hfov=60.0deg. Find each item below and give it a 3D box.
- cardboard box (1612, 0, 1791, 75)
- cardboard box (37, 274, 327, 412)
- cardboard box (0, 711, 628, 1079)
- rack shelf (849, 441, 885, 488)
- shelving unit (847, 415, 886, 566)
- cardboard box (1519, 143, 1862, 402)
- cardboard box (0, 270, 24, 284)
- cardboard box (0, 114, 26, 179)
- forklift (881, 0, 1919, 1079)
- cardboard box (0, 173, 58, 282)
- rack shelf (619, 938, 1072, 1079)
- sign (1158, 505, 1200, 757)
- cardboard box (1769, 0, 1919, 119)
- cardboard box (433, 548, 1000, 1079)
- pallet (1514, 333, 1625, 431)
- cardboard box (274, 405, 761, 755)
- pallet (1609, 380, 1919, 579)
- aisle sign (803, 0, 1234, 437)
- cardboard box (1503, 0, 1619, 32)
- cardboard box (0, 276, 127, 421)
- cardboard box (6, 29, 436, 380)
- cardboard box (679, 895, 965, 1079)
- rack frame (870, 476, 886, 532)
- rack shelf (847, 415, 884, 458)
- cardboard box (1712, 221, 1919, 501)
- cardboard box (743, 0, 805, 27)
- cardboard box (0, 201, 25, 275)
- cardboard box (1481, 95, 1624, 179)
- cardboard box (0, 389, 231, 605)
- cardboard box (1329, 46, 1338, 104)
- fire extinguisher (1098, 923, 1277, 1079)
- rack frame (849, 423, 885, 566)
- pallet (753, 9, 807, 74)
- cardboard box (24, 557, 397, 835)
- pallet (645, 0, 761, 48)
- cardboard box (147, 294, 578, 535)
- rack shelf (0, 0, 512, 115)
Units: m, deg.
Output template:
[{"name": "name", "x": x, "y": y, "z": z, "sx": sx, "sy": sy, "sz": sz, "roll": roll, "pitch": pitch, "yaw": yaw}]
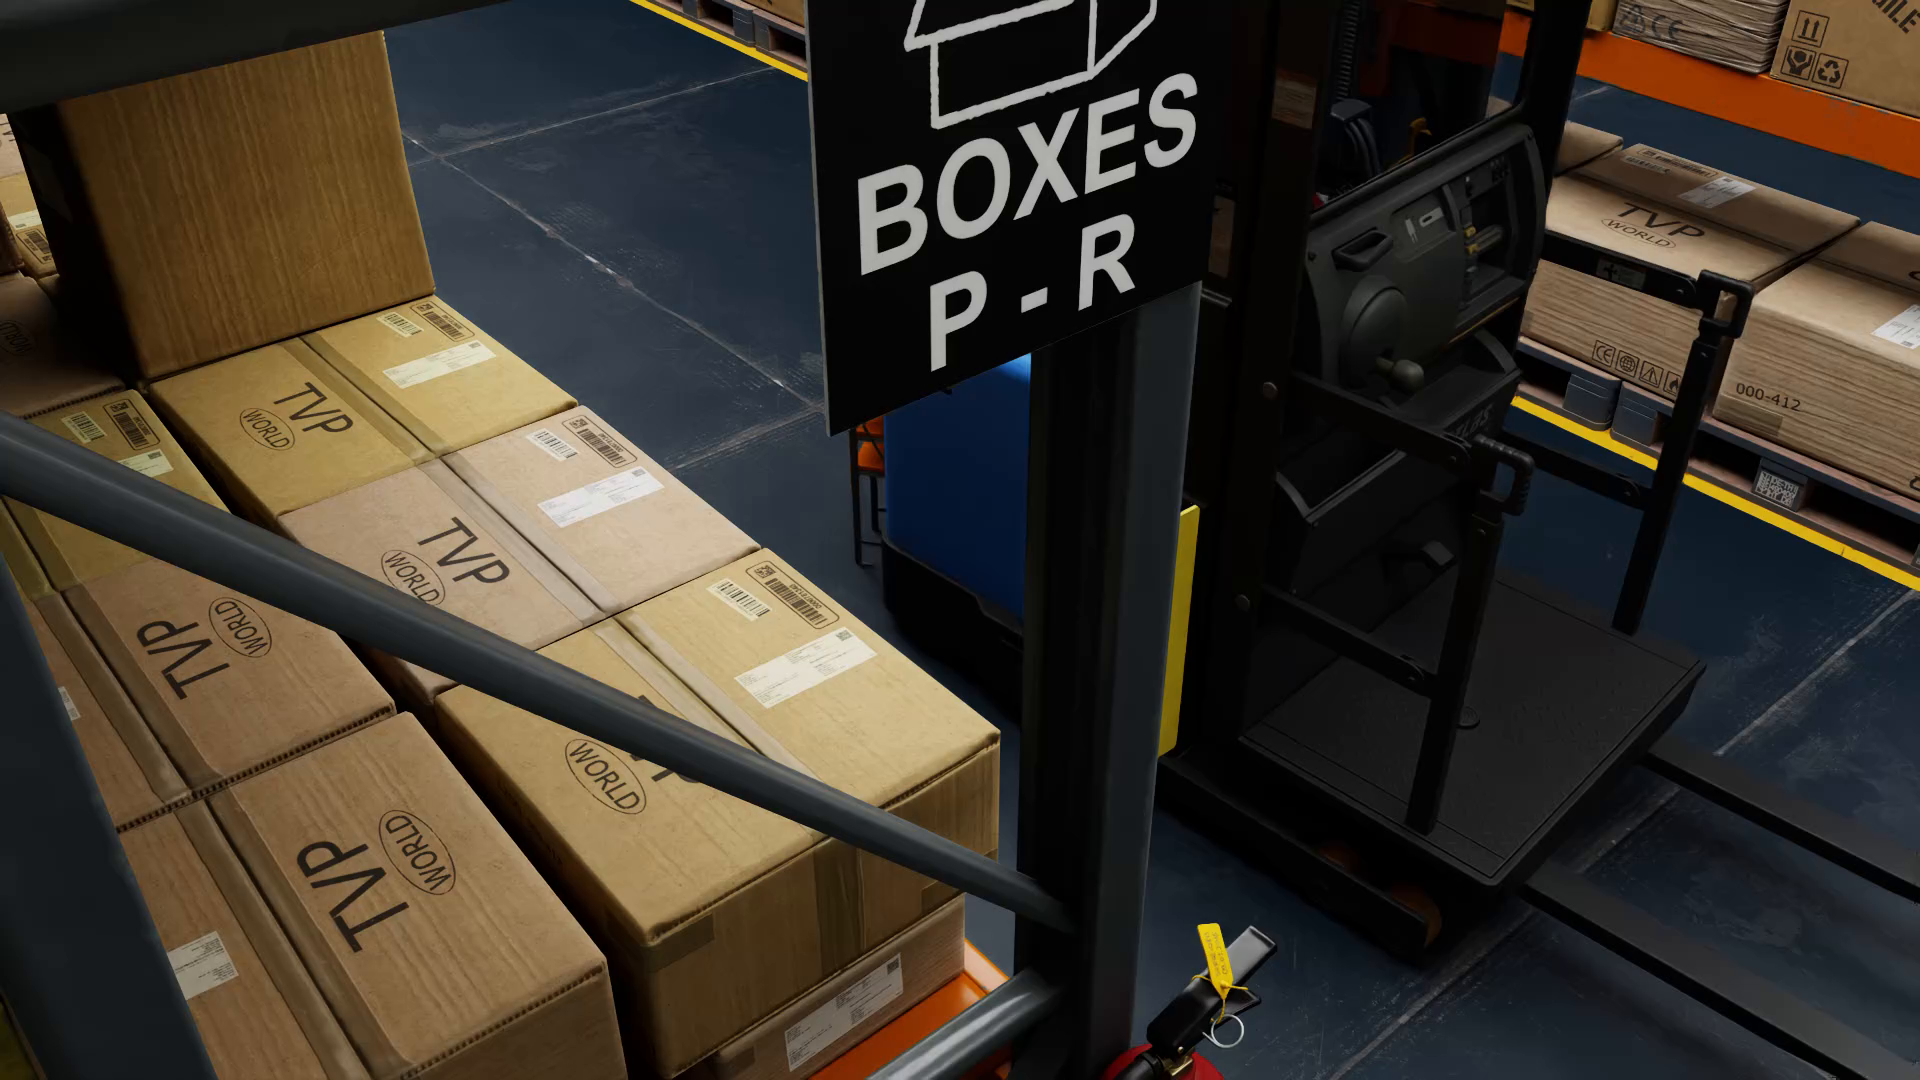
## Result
[{"name": "cardboard box", "x": 2.412, "y": -1.787, "z": 5.092, "sx": 0.500, "sy": 0.500, "sz": 0.500, "roll": -25, "pitch": 42, "yaw": -31}, {"name": "cardboard box", "x": -1.301, "y": -0.352, "z": 3.025, "sx": 0.500, "sy": 0.250, "sz": 0.500, "roll": -27, "pitch": 43, "yaw": -33}, {"name": "cardboard box", "x": -0.712, "y": 0.507, "z": 1.811, "sx": 0.500, "sy": 0.250, "sz": 0.500, "roll": -25, "pitch": 42, "yaw": -31}, {"name": "rack shelf", "x": -0.184, "y": -0.220, "z": 5.014, "sx": 0.258, "sy": 0.103, "sz": 0.180, "roll": 8, "pitch": 36, "yaw": 11}, {"name": "shelving unit", "x": -0.184, "y": -0.452, "z": 4.850, "sx": 0.258, "sy": 1.200, "sz": 0.189, "roll": 8, "pitch": 36, "yaw": 11}, {"name": "cardboard box", "x": 2.478, "y": -0.962, "z": 5.867, "sx": 0.875, "sy": 0.438, "sz": 0.875, "roll": -25, "pitch": 42, "yaw": -31}, {"name": "cardboard box", "x": -2.020, "y": -0.388, "z": 3.075, "sx": 0.500, "sy": 0.250, "sz": 0.500, "roll": -25, "pitch": 42, "yaw": -31}, {"name": "cardboard box", "x": -1.944, "y": -0.805, "z": 3.664, "sx": 0.500, "sy": 0.250, "sz": 0.500, "roll": -26, "pitch": 43, "yaw": -32}, {"name": "forklift", "x": 1.182, "y": -0.572, "z": 3.522, "sx": 3.031, "sy": 2.935, "sz": 1.130, "roll": 29, "pitch": 45, "yaw": 35}, {"name": "cardboard box", "x": -1.632, "y": -0.580, "z": 3.346, "sx": 0.500, "sy": 0.250, "sz": 0.500, "roll": -26, "pitch": 43, "yaw": -32}, {"name": "rack shelf", "x": -1.503, "y": 0.082, "z": 3.161, "sx": 1.077, "sy": 0.370, "sz": 4.000, "roll": -26, "pitch": 43, "yaw": -32}, {"name": "sign", "x": 0.202, "y": 0.116, "z": 1.742, "sx": 0.100, "sy": 0.325, "sz": 0.005, "roll": -26, "pitch": 43, "yaw": -32}, {"name": "cardboard box", "x": 2.751, "y": -1.564, "z": 4.776, "sx": 0.500, "sy": 0.500, "sz": 0.500, "roll": -27, "pitch": 43, "yaw": -33}, {"name": "cardboard box", "x": -0.299, "y": 0.310, "z": 2.089, "sx": 0.500, "sy": 0.250, "sz": 0.500, "roll": -26, "pitch": 43, "yaw": -32}, {"name": "pallet", "x": 2.218, "y": -0.906, "z": 6.346, "sx": 1.003, "sy": 0.211, "sz": 1.213, "roll": -26, "pitch": 43, "yaw": -32}, {"name": "cardboard box", "x": -0.625, "y": 0.088, "z": 2.403, "sx": 0.500, "sy": 0.250, "sz": 0.500, "roll": -26, "pitch": 43, "yaw": -31}, {"name": "pallet", "x": 3.001, "y": -0.367, "z": 5.586, "sx": 1.003, "sy": 0.211, "sz": 1.213, "roll": -26, "pitch": 43, "yaw": -32}, {"name": "aisle sign", "x": 0.056, "y": -0.469, "z": 1.067, "sx": 0.394, "sy": 0.787, "sz": 0.004, "roll": -26, "pitch": 43, "yaw": -32}, {"name": "cardboard box", "x": 2.069, "y": -2.010, "z": 5.407, "sx": 0.500, "sy": 0.500, "sz": 0.500, "roll": -25, "pitch": 42, "yaw": -30}, {"name": "cardboard box", "x": -1.697, "y": -0.172, "z": 2.770, "sx": 0.500, "sy": 0.250, "sz": 0.500, "roll": -26, "pitch": 43, "yaw": -32}, {"name": "cardboard box", "x": -1.268, "y": -0.658, "z": 2.807, "sx": 0.500, "sy": 0.500, "sz": 0.500, "roll": -25, "pitch": 42, "yaw": -31}, {"name": "cardboard box", "x": -0.215, "y": 0.526, "z": 2.129, "sx": 0.380, "sy": 0.149, "sz": 0.250, "roll": -26, "pitch": 43, "yaw": -32}, {"name": "rack frame", "x": -0.162, "y": -0.503, "z": 4.922, "sx": 0.240, "sy": 1.200, "sz": 0.006, "roll": 8, "pitch": 36, "yaw": 11}, {"name": "rack shelf", "x": -0.184, "y": -0.317, "z": 4.945, "sx": 0.258, "sy": 0.103, "sz": 0.180, "roll": 8, "pitch": 36, "yaw": 11}, {"name": "cardboard box", "x": 3.075, "y": -0.561, "z": 5.301, "sx": 0.875, "sy": 0.438, "sz": 0.875, "roll": -28, "pitch": 44, "yaw": -33}, {"name": "cardboard box", "x": -0.631, "y": -3.287, "z": 8.770, "sx": 0.875, "sy": 0.875, "sz": 0.875, "roll": -25, "pitch": 43, "yaw": -31}, {"name": "cardboard box", "x": -2.036, "y": -0.704, "z": 2.872, "sx": 0.500, "sy": 0.500, "sz": 0.500, "roll": -27, "pitch": 44, "yaw": -33}, {"name": "cardboard box", "x": 1.897, "y": -1.361, "z": 6.430, "sx": 0.875, "sy": 0.438, "sz": 0.875, "roll": -27, "pitch": 44, "yaw": -33}, {"name": "cardboard box", "x": -1.360, "y": 0.059, "z": 2.444, "sx": 0.500, "sy": 0.250, "sz": 0.500, "roll": -25, "pitch": 42, "yaw": -30}, {"name": "cardboard box", "x": 1.319, "y": -1.756, "z": 6.988, "sx": 0.875, "sy": 0.438, "sz": 0.875, "roll": -27, "pitch": 43, "yaw": -32}, {"name": "fire extinguisher", "x": 0.236, "y": 0.748, "z": 1.988, "sx": 0.296, "sy": 0.674, "sz": 0.183, "roll": -26, "pitch": 43, "yaw": -32}, {"name": "rack frame", "x": -0.206, "y": -0.400, "z": 4.777, "sx": 0.240, "sy": 1.200, "sz": 0.006, "roll": 8, "pitch": 36, "yaw": 11}, {"name": "pallet", "x": -0.351, "y": -2.661, "z": 8.825, "sx": 1.003, "sy": 0.211, "sz": 1.213, "roll": -26, "pitch": 43, "yaw": -32}, {"name": "cardboard box", "x": -1.044, "y": 0.279, "z": 2.133, "sx": 0.500, "sy": 0.250, "sz": 0.500, "roll": -26, "pitch": 43, "yaw": -32}, {"name": "pallet", "x": -1.134, "y": -3.199, "z": 9.585, "sx": 1.003, "sy": 0.211, "sz": 1.213, "roll": -26, "pitch": 43, "yaw": -32}, {"name": "cardboard box", "x": -0.954, "y": -0.135, "z": 2.717, "sx": 0.500, "sy": 0.250, "sz": 0.500, "roll": -27, "pitch": 43, "yaw": -33}, {"name": "rack shelf", "x": -1.503, "y": -1.142, "z": 2.294, "sx": 1.077, "sy": 0.370, "sz": 4.000, "roll": -26, "pitch": 43, "yaw": -32}]
